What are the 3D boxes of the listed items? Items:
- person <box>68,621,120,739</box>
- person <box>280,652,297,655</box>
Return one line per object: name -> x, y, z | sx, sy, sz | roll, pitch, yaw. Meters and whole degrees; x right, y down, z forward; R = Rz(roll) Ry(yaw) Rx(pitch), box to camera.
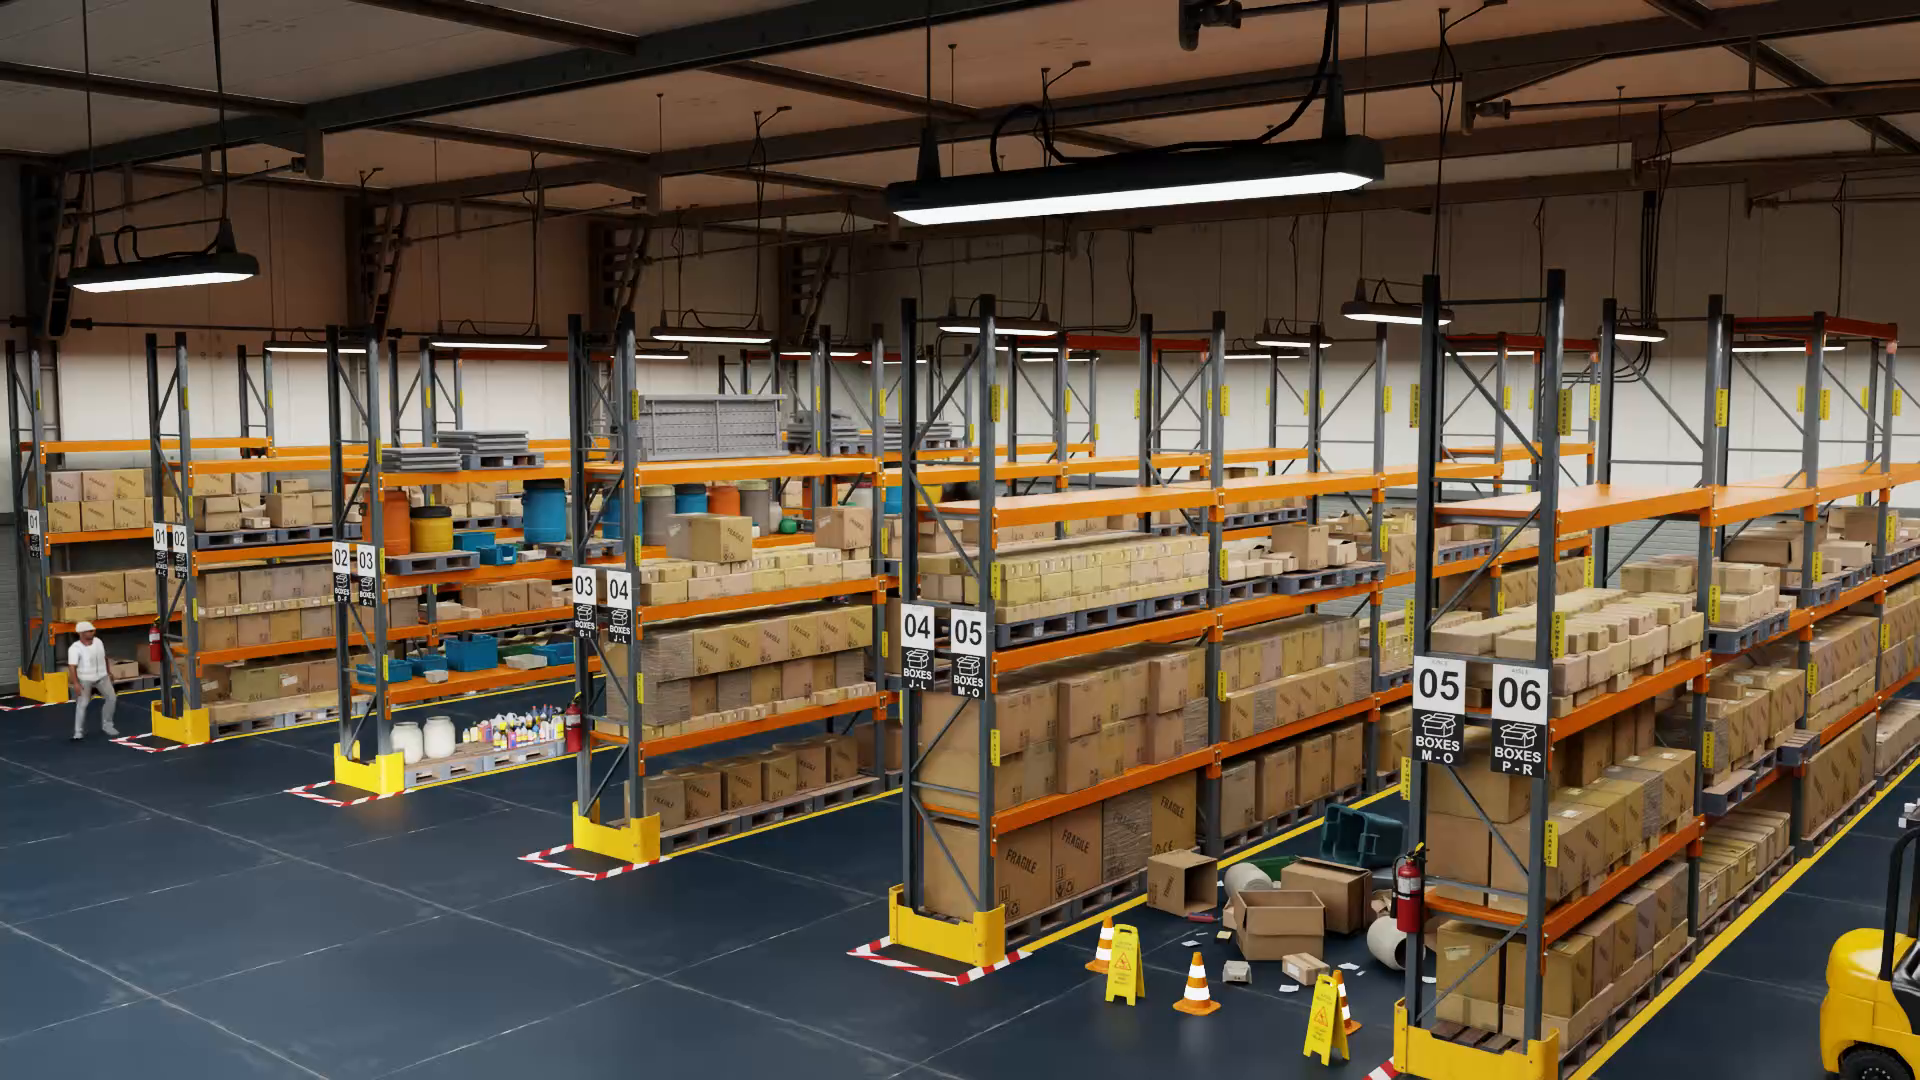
person -> -12.911, 2.079, 24.765 | 0.466, 1.783, 0.723 | 3, 6, 33
person -> -11.676, 1.723, 28.970 | 0.509, 1.697, 0.349 | -2, 5, -20
